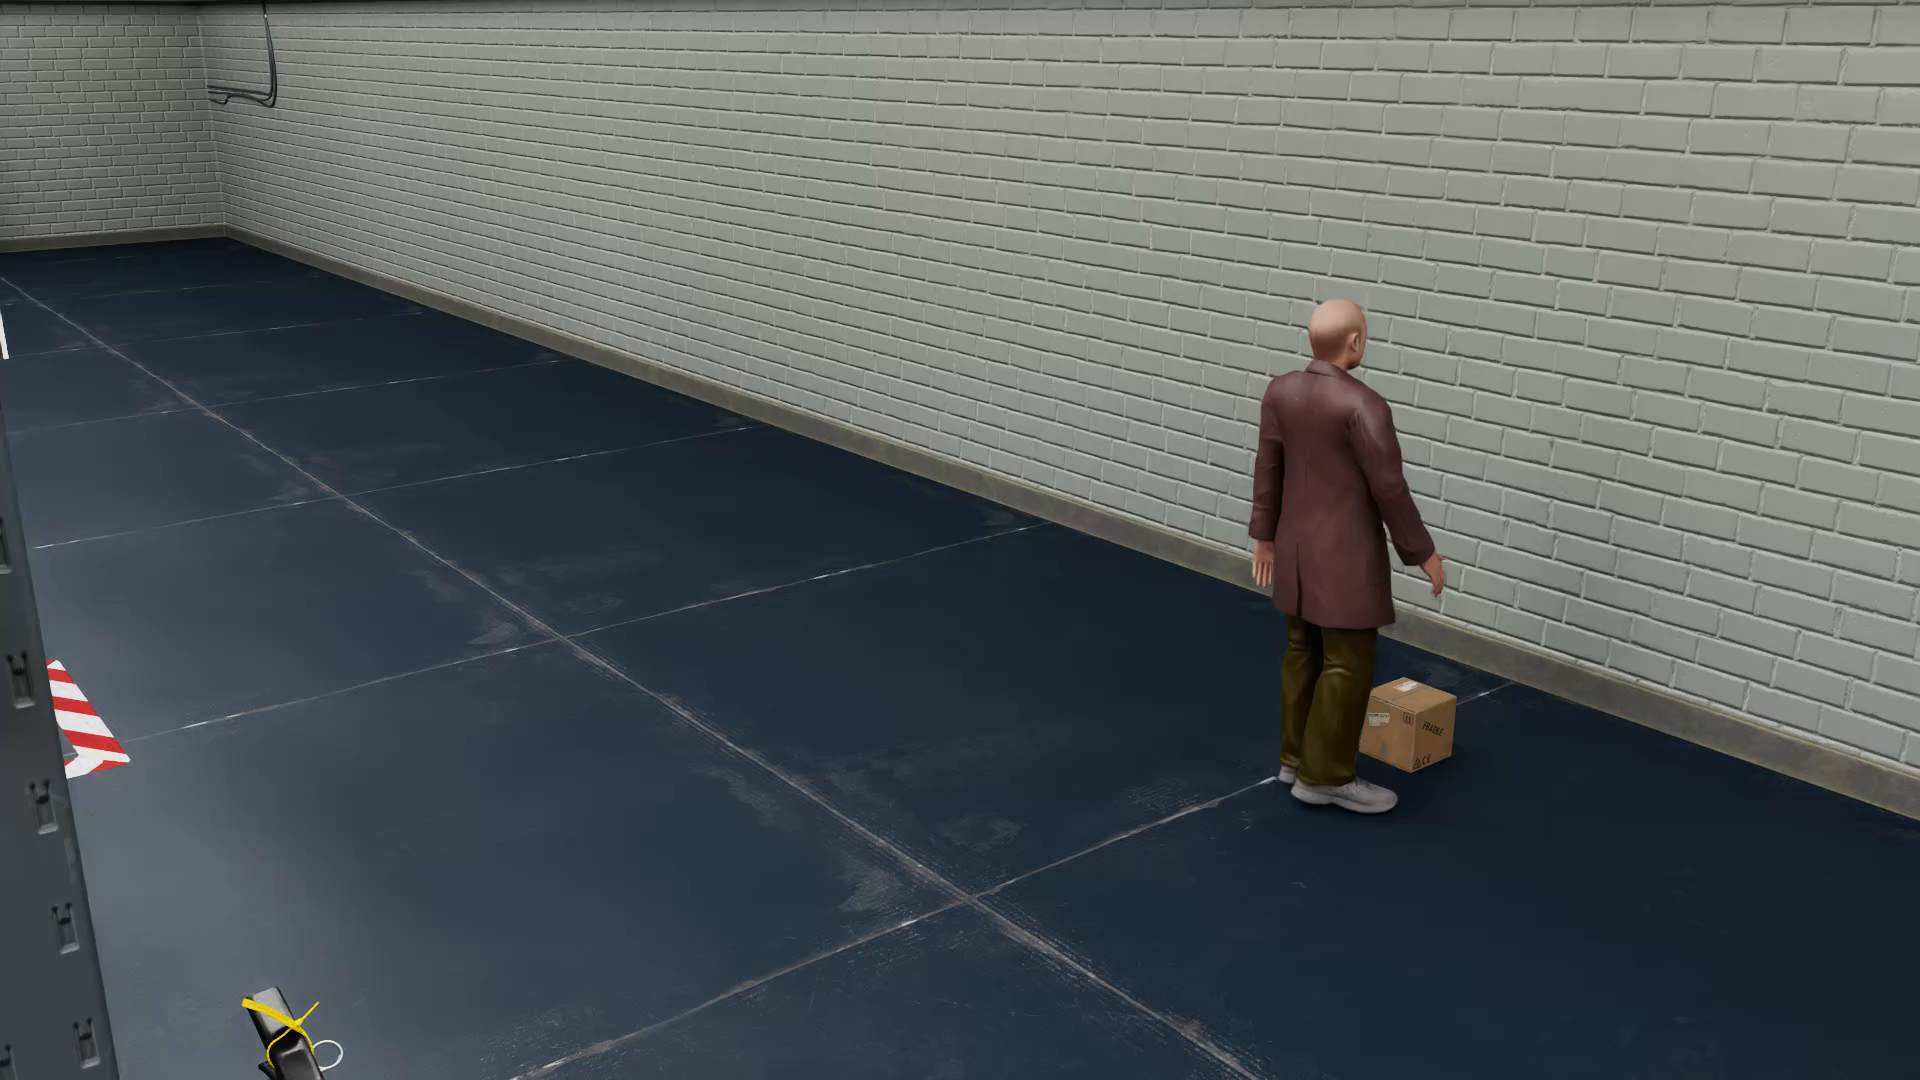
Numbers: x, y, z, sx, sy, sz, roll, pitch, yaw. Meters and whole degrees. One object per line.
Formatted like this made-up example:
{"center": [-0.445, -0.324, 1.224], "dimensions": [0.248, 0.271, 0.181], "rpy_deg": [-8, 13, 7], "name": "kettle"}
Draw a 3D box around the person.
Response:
{"center": [1.350, 0.052, 5.824], "dimensions": [0.441, 1.795, 0.672], "rpy_deg": [-10, 20, -29], "name": "person"}
